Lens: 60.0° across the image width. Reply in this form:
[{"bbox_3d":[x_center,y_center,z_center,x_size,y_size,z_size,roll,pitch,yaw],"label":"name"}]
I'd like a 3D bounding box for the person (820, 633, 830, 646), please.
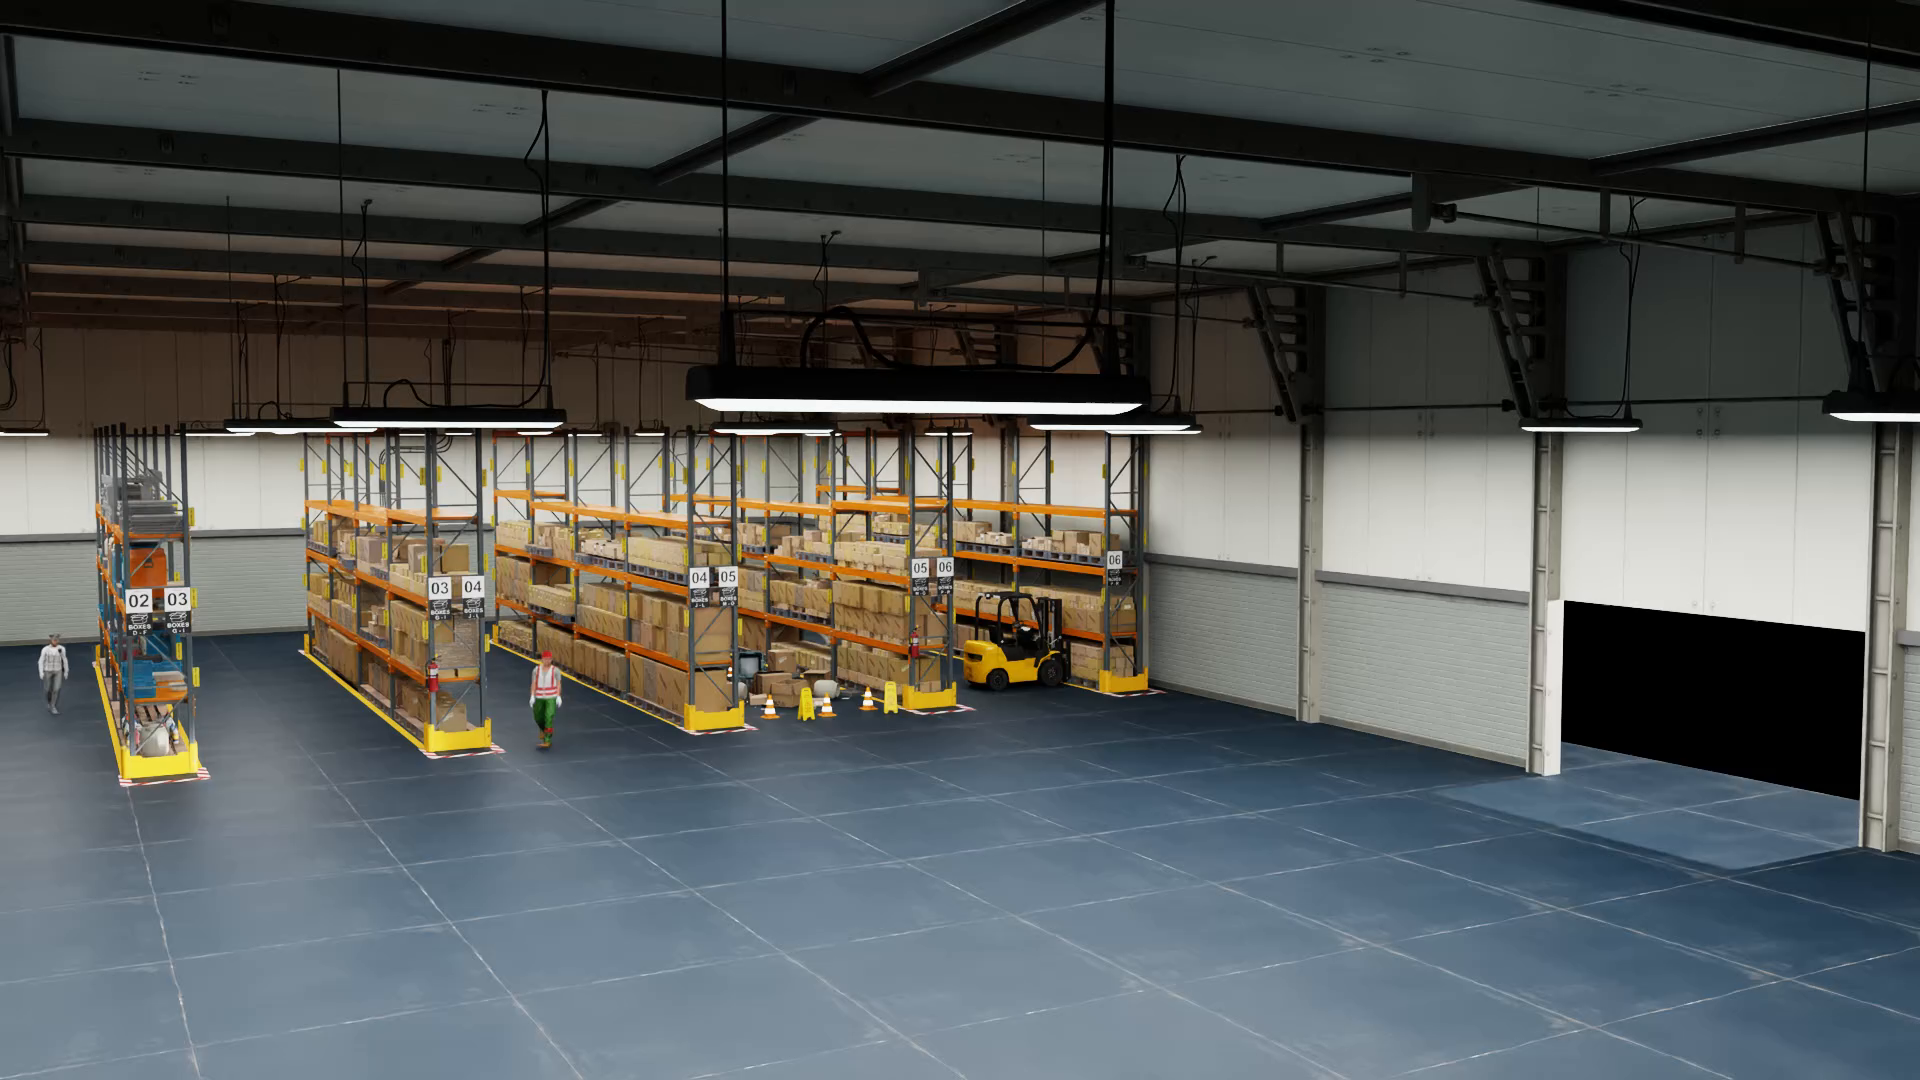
[{"bbox_3d":[-3.509,1.983,44.160,0.625,1.767,0.583,-1,4,-16],"label":"person"}]

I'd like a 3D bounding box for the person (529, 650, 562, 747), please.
[{"bbox_3d":[-7.746,2.942,31.067,0.591,1.783,0.740,-1,4,-12],"label":"person"}]

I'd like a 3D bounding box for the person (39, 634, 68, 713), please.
[{"bbox_3d":[-19.066,2.806,34.982,0.568,1.661,0.611,-3,4,-38],"label":"person"}]
